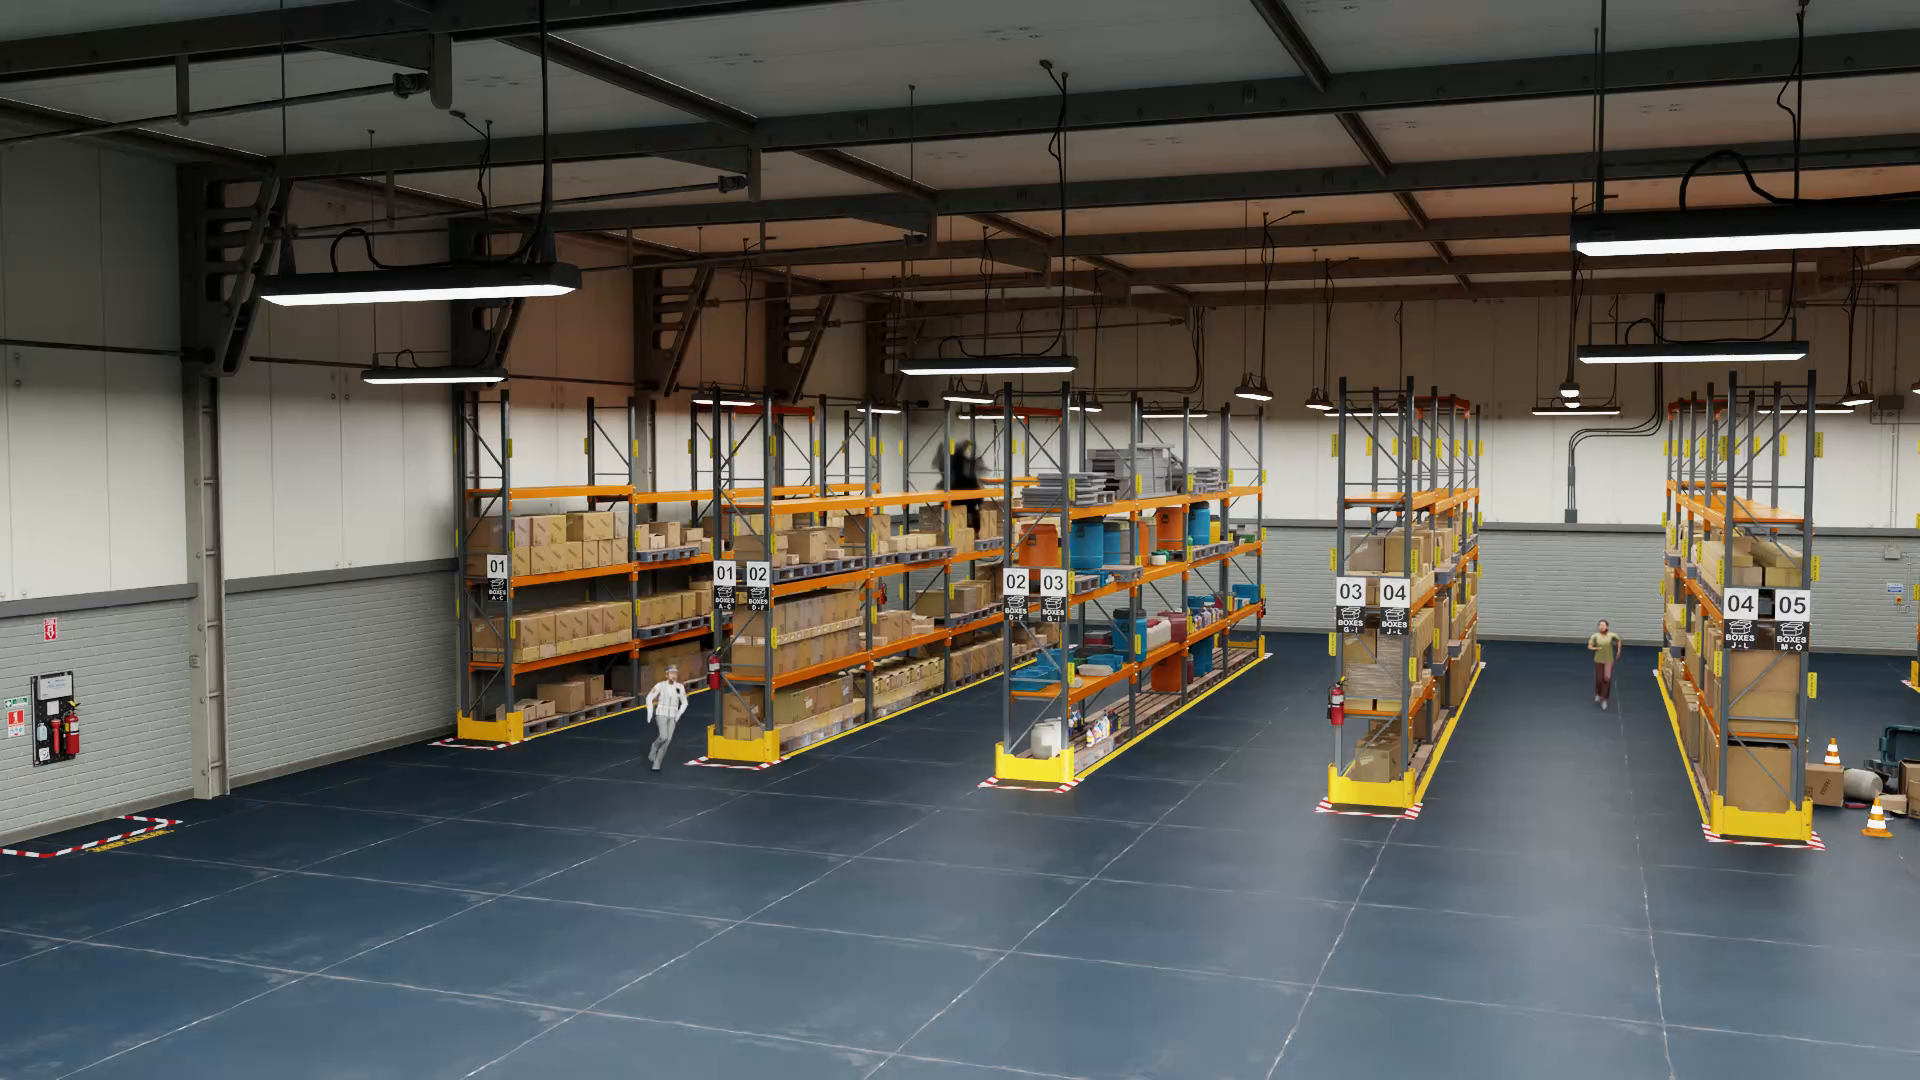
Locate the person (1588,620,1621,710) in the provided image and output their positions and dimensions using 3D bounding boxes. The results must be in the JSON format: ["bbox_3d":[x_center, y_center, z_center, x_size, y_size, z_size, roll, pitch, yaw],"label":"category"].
[{"bbox_3d":[12.504,2.390,32.286,0.582,1.708,0.901,2,3,26],"label":"person"}]

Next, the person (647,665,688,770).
[{"bbox_3d":[-4.540,2.759,25.949,0.638,1.620,0.506,-1,3,-22],"label":"person"}]
